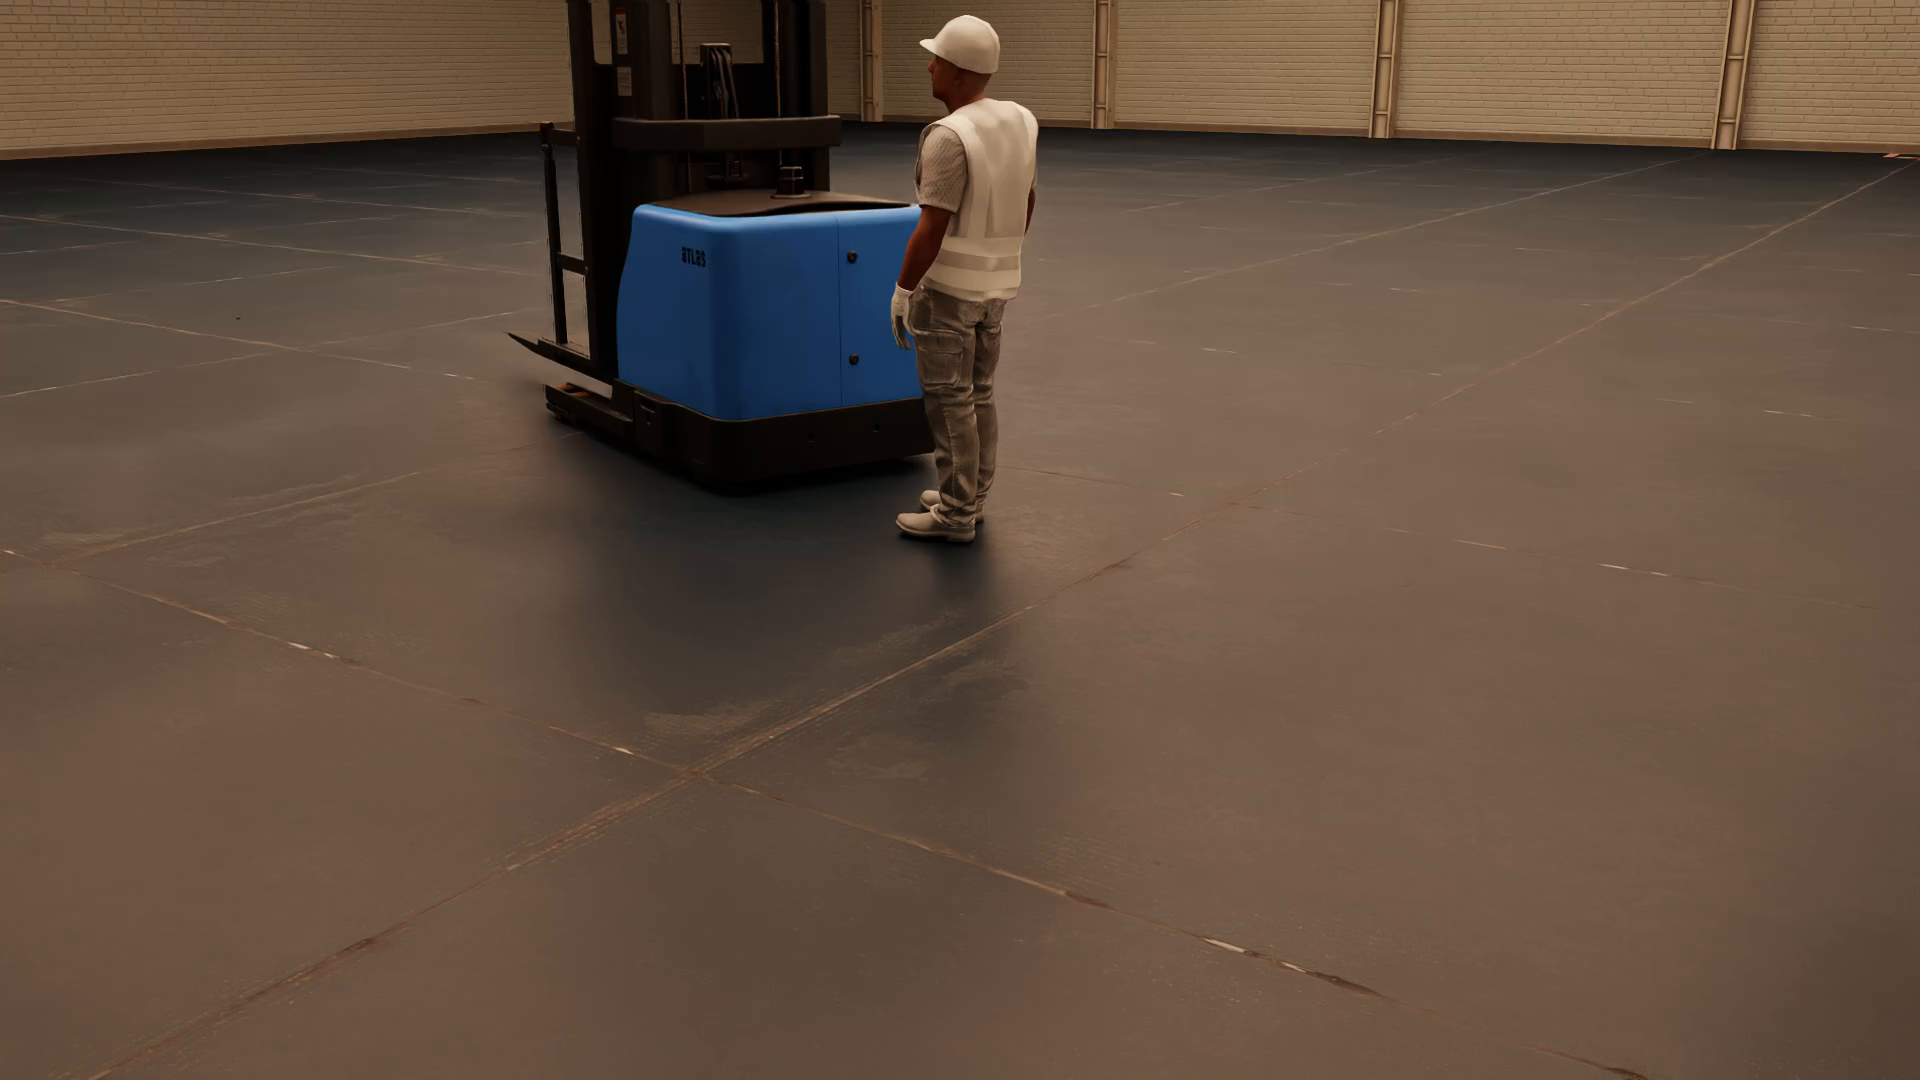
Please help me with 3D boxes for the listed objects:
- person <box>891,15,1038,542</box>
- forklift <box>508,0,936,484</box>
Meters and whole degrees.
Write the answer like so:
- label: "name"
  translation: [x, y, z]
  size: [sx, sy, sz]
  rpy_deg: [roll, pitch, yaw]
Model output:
- label: "person"
  translation: [-0.054, -0.875, 5.737]
  size: [0.577, 1.782, 0.656]
  rpy_deg: [11, 20, 33]
- label: "forklift"
  translation: [-1.300, -1.994, 7.500]
  size: [1.130, 2.935, 3.031]
  rpy_deg: [-11, 20, -32]
